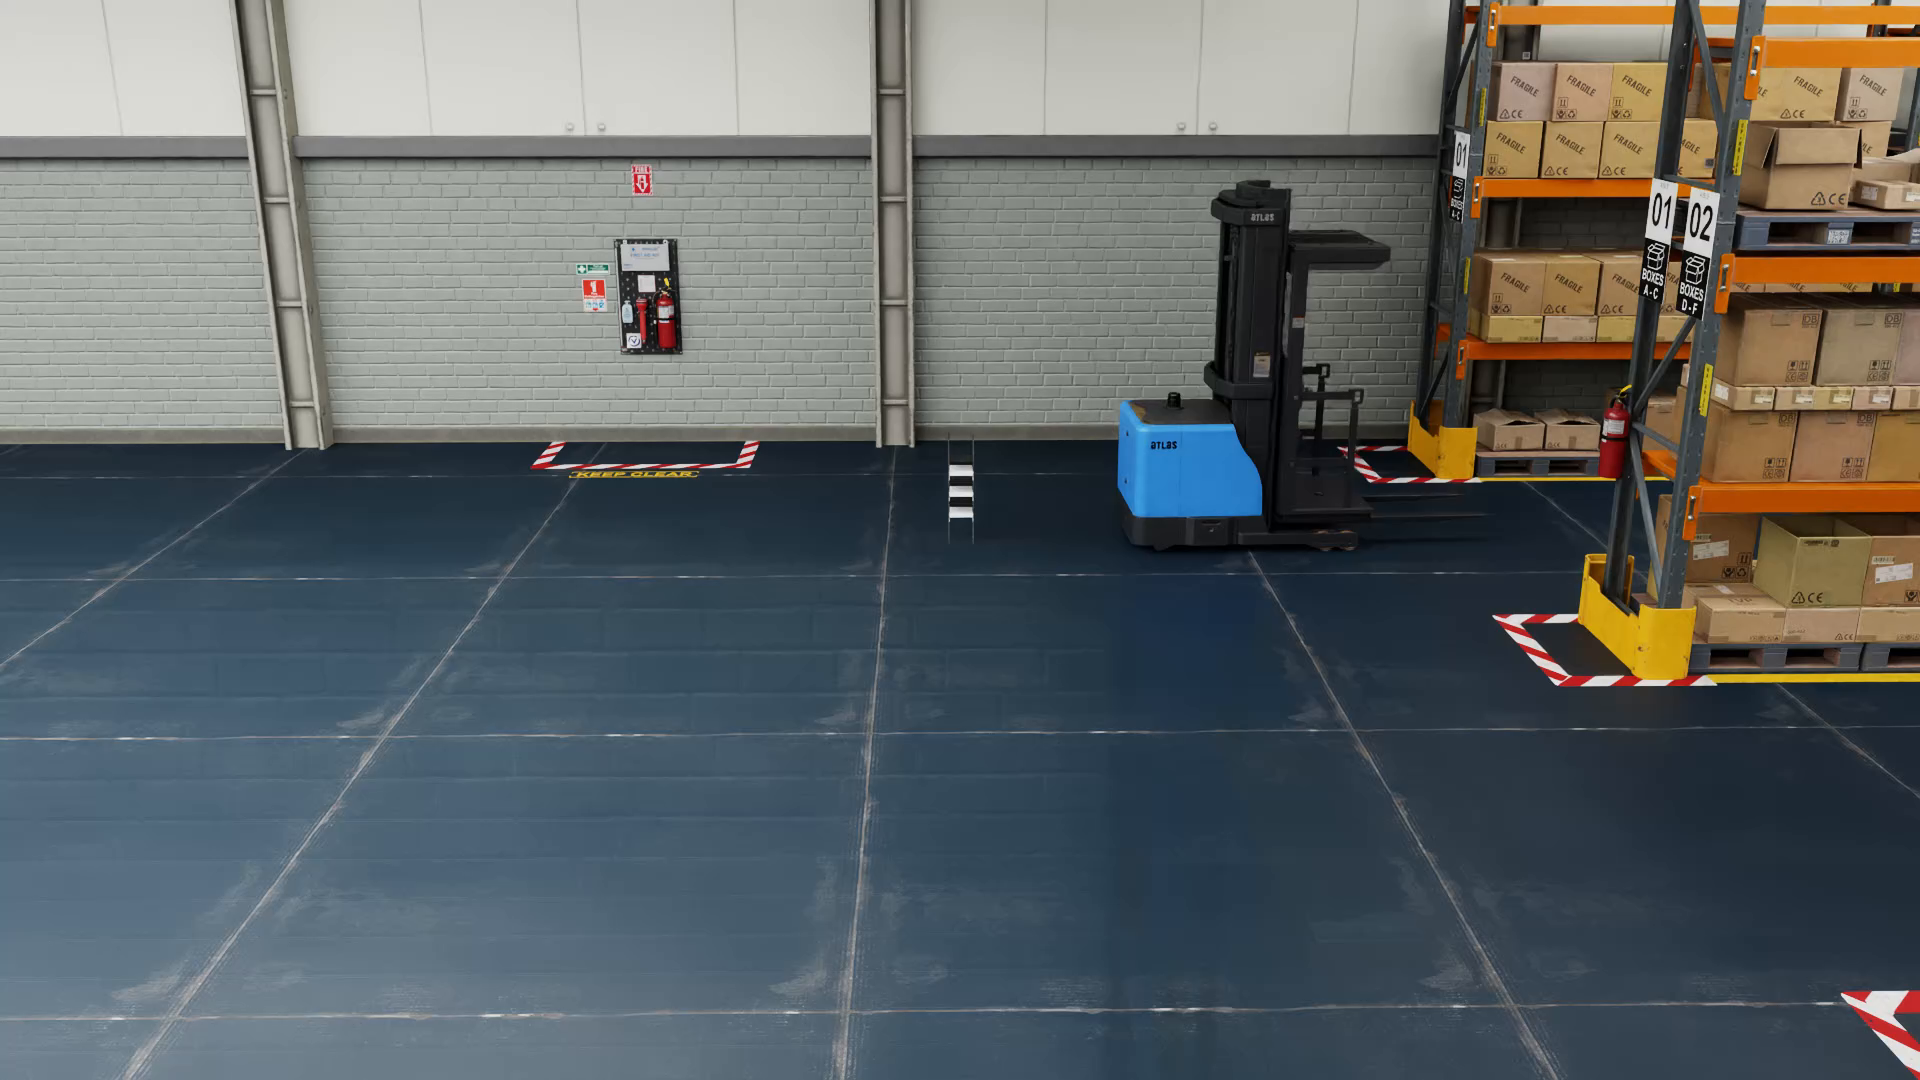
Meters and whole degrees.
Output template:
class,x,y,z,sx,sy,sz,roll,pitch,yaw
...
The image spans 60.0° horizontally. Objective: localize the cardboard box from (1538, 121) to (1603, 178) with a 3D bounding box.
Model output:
class,x,y,z,sx,sy,sz,roll,pitch,yaw
cardboard box,5.527,-3.587,15.212,0.500,0.500,0.500,1,18,3

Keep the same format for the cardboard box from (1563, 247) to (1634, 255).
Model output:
class,x,y,z,sx,sy,sz,roll,pitch,yaw
cardboard box,9.015,2.678,1.985,6.802,1.850,30.447,0,18,1

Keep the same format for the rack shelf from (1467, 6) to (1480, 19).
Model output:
class,x,y,z,sx,sy,sz,roll,pitch,yaw
rack shelf,6.651,-4.800,15.141,3.809,0.124,0.919,0,18,-1

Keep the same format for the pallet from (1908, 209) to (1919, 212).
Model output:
class,x,y,z,sx,sy,sz,roll,pitch,yaw
pallet,6.663,-2.060,10.793,1.213,0.211,1.003,0,18,-1

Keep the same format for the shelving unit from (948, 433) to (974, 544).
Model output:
class,x,y,z,sx,sy,sz,roll,pitch,yaw
shelving unit,0.008,-0.429,13.910,0.210,0.900,0.258,0,18,-1

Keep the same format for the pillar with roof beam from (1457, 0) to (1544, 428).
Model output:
class,x,y,z,sx,sy,sz,roll,pitch,yaw
pillar with roof beam,5.405,-3.994,11.766,0.400,9.000,9.100,0,18,-1

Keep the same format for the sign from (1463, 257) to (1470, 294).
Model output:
class,x,y,z,sx,sy,sz,roll,pitch,yaw
sign,4.660,-2.431,15.298,0.005,0.325,0.100,0,18,-1

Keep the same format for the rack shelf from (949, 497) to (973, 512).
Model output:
class,x,y,z,sx,sy,sz,roll,pitch,yaw
rack shelf,0.008,-0.311,13.948,0.200,0.077,0.258,0,18,-1

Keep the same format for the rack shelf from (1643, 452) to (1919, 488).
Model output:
class,x,y,z,sx,sy,sz,roll,pitch,yaw
rack shelf,6.733,-0.432,11.341,3.809,0.124,0.919,0,18,-1

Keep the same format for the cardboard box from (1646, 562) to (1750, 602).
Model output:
class,x,y,z,sx,sy,sz,roll,pitch,yaw
cardboard box,5.265,0.345,11.876,0.500,0.250,0.500,0,18,-1

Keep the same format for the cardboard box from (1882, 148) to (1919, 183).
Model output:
class,x,y,z,sx,sy,sz,roll,pitch,yaw
cardboard box,6.436,-2.413,10.978,0.500,0.311,0.500,2,18,6

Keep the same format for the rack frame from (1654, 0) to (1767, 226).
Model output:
class,x,y,z,sx,sy,sz,roll,pitch,yaw
rack frame,4.733,-3.528,10.315,0.127,3.000,1.000,0,18,-1

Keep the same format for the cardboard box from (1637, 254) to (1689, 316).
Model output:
class,x,y,z,sx,sy,sz,roll,pitch,yaw
cardboard box,6.660,-2.396,15.592,0.500,0.500,0.500,0,18,1

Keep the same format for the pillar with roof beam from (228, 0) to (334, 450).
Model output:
class,x,y,z,sx,sy,sz,roll,pitch,yaw
pillar with roof beam,-6.593,-3.936,11.586,0.400,9.000,9.100,0,18,-1

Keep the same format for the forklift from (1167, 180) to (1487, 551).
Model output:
class,x,y,z,sx,sy,sz,roll,pitch,yaw
forklift,2.897,-1.463,13.809,3.031,2.935,1.110,-1,18,-3

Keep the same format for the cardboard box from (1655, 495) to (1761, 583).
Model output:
class,x,y,z,sx,sy,sz,roll,pitch,yaw
cardboard box,5.265,-0.013,11.764,0.500,0.500,0.500,0,18,-1

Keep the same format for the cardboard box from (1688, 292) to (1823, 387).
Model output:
class,x,y,z,sx,sy,sz,roll,pitch,yaw
cardboard box,5.253,-1.336,11.013,0.500,0.500,0.700,0,18,-1

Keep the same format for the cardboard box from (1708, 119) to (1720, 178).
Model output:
class,x,y,z,sx,sy,sz,roll,pitch,yaw
cardboard box,7.090,-3.599,15.248,0.500,0.500,0.500,-1,18,-3

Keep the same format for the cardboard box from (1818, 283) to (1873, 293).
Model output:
class,x,y,z,sx,sy,sz,roll,pitch,yaw
cardboard box,8.183,-2.402,15.611,0.500,0.500,0.500,0,18,-1

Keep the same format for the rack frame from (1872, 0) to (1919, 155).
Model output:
class,x,y,z,sx,sy,sz,roll,pitch,yaw
rack frame,8.651,-5.061,15.091,0.127,3.000,1.000,0,18,-1

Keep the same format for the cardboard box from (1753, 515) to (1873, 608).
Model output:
class,x,y,z,sx,sy,sz,roll,pitch,yaw
cardboard box,5.773,0.143,11.278,0.500,0.500,0.500,0,18,-1

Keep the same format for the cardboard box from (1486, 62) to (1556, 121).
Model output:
class,x,y,z,sx,sy,sz,roll,pitch,yaw
cardboard box,5.040,-4.074,15.093,0.500,0.500,0.500,-2,18,-5

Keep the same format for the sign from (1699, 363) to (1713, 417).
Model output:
class,x,y,z,sx,sy,sz,roll,pitch,yaw
sign,4.736,-0.952,10.558,0.005,0.325,0.100,0,18,-1

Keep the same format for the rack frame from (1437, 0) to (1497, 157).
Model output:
class,x,y,z,sx,sy,sz,roll,pitch,yaw
rack frame,4.651,-5.041,15.031,0.127,3.000,1.000,0,18,-1

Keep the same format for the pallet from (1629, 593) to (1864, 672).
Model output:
class,x,y,z,sx,sy,sz,roll,pitch,yaw
pallet,5.497,0.640,11.708,1.213,0.211,1.003,0,18,-1

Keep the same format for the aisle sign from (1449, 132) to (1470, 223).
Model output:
class,x,y,z,sx,sy,sz,roll,pitch,yaw
aisle sign,4.584,-3.331,15.263,0.004,0.787,0.394,0,18,-1

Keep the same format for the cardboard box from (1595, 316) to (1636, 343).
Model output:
class,x,y,z,sx,sy,sz,roll,pitch,yaw
cardboard box,6.172,-2.036,15.695,0.500,0.250,0.500,-1,18,-2

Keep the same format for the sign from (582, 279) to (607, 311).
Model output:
class,x,y,z,sx,sy,sz,roll,pitch,yaw
sign,-3.688,-2.469,16.775,0.234,0.329,0.001,0,18,-1

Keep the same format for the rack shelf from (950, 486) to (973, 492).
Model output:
class,x,y,z,sx,sy,sz,roll,pitch,yaw
rack shelf,0.008,-0.416,13.914,0.190,0.026,0.221,0,18,-1

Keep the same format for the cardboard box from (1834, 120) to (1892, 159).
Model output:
class,x,y,z,sx,sy,sz,roll,pitch,yaw
cardboard box,8.147,-3.611,15.288,0.500,0.500,0.500,0,18,1

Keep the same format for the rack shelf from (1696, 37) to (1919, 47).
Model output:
class,x,y,z,sx,sy,sz,roll,pitch,yaw
rack shelf,6.733,-3.132,10.475,3.809,0.052,0.919,0,18,-1

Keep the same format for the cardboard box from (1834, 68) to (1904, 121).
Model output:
class,x,y,z,sx,sy,sz,roll,pitch,yaw
cardboard box,8.154,-4.080,15.112,0.500,0.500,0.500,-2,18,-6

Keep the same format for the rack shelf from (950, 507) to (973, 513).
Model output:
class,x,y,z,sx,sy,sz,roll,pitch,yaw
rack shelf,0.008,-0.245,13.969,0.190,0.026,0.221,0,18,-1

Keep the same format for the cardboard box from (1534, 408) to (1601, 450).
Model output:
class,x,y,z,sx,sy,sz,roll,pitch,yaw
cardboard box,5.914,-1.092,16.224,0.500,0.311,0.500,1,18,4

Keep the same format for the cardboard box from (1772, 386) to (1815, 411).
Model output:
class,x,y,z,sx,sy,sz,roll,pitch,yaw
cardboard box,5.393,-0.966,10.924,0.250,0.149,0.380,-1,18,-2

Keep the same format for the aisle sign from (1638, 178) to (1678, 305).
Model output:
class,x,y,z,sx,sy,sz,roll,pitch,yaw
aisle sign,4.663,-1.999,11.112,0.004,0.787,0.394,0,18,-1

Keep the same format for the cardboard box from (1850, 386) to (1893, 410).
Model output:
class,x,y,z,sx,sy,sz,roll,pitch,yaw
cardboard box,5.894,-0.968,10.928,0.250,0.149,0.380,-1,18,-2

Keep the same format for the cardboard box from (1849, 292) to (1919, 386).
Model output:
class,x,y,z,sx,sy,sz,roll,pitch,yaw
cardboard box,6.283,-1.343,11.035,0.500,0.500,0.700,0,18,-1

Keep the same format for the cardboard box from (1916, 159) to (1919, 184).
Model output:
class,x,y,z,sx,sy,sz,roll,pitch,yaw
cardboard box,6.398,-2.339,10.437,0.500,0.500,0.500,0,18,-1

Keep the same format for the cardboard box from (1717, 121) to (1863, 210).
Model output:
class,x,y,z,sx,sy,sz,roll,pitch,yaw
cardboard box,5.308,-2.417,10.676,0.637,0.503,0.797,1,18,3

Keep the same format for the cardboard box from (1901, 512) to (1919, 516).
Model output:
class,x,y,z,sx,sy,sz,roll,pitch,yaw
cardboard box,6.764,-0.024,11.799,0.500,0.500,0.500,0,18,-1

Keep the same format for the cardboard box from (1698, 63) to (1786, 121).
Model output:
class,x,y,z,sx,sy,sz,roll,pitch,yaw
cardboard box,7.084,-4.069,15.076,0.500,0.500,0.500,-1,18,-3

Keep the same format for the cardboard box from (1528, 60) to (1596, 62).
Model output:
class,x,y,z,sx,sy,sz,roll,pitch,yaw
cardboard box,5.623,-4.234,15.592,0.500,0.500,0.500,1,18,3
